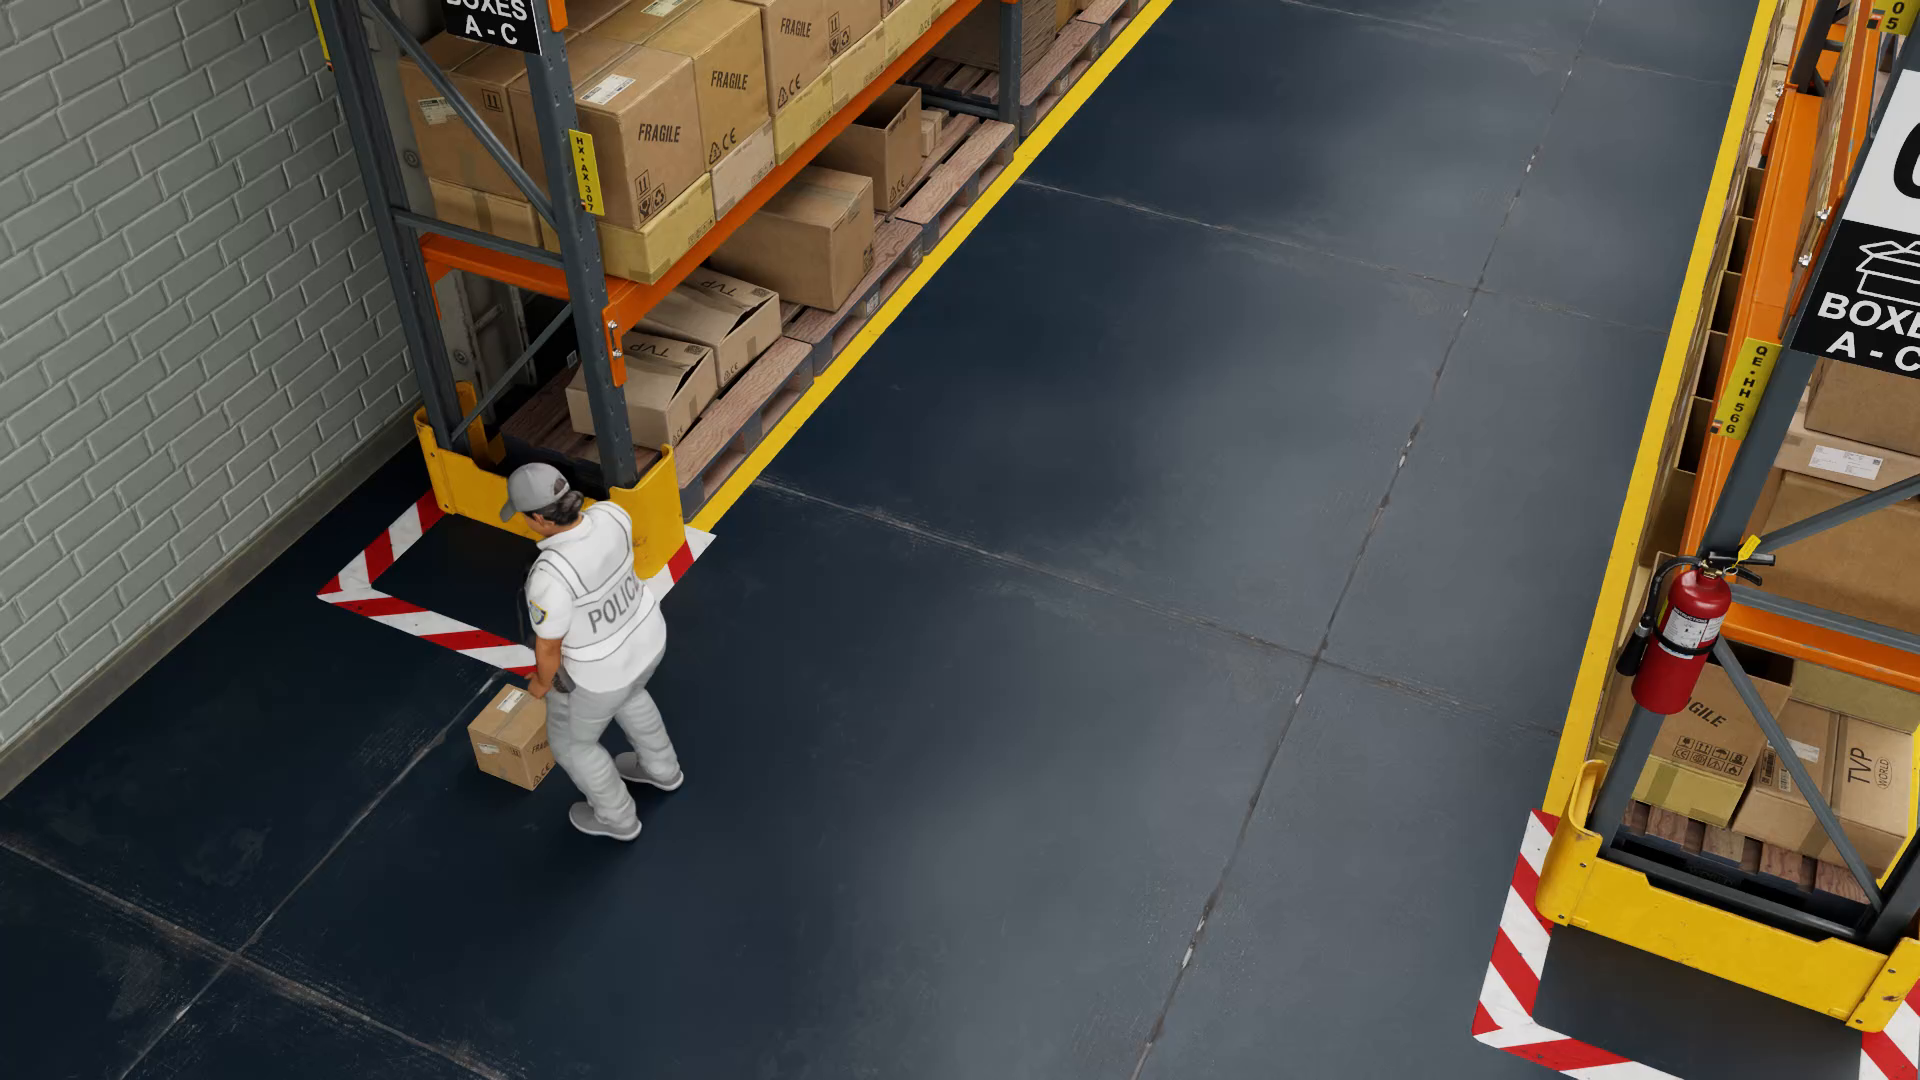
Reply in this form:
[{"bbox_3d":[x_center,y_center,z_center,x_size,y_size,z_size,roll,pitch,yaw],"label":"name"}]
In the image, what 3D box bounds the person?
[{"bbox_3d":[-1.269,0.403,5.748,0.452,1.633,0.489,18,45,19],"label":"person"}]
